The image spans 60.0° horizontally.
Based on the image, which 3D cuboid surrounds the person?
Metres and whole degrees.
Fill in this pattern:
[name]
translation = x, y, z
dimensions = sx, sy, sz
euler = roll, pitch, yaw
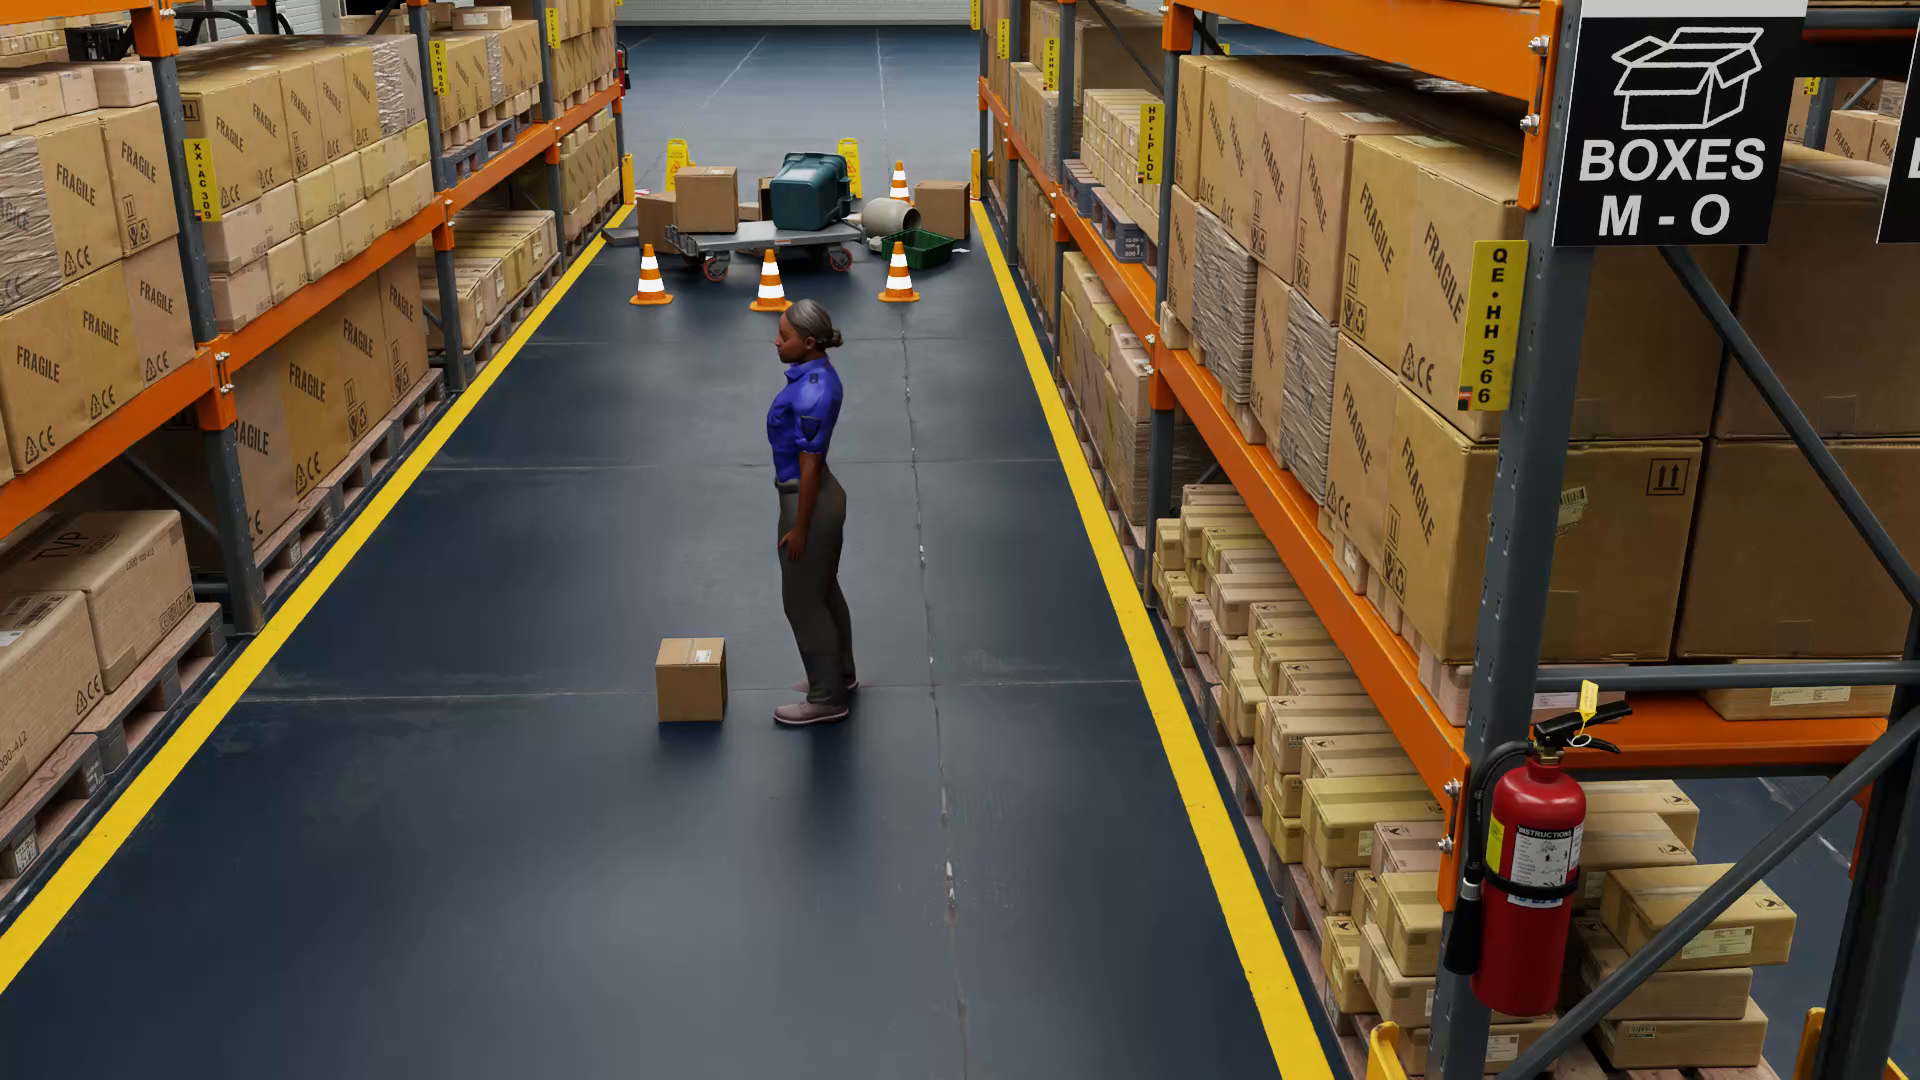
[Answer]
[person]
translation = -0.573, -0.091, 6.380
dimensions = 0.327, 1.691, 0.461
euler = -1, 21, -2
